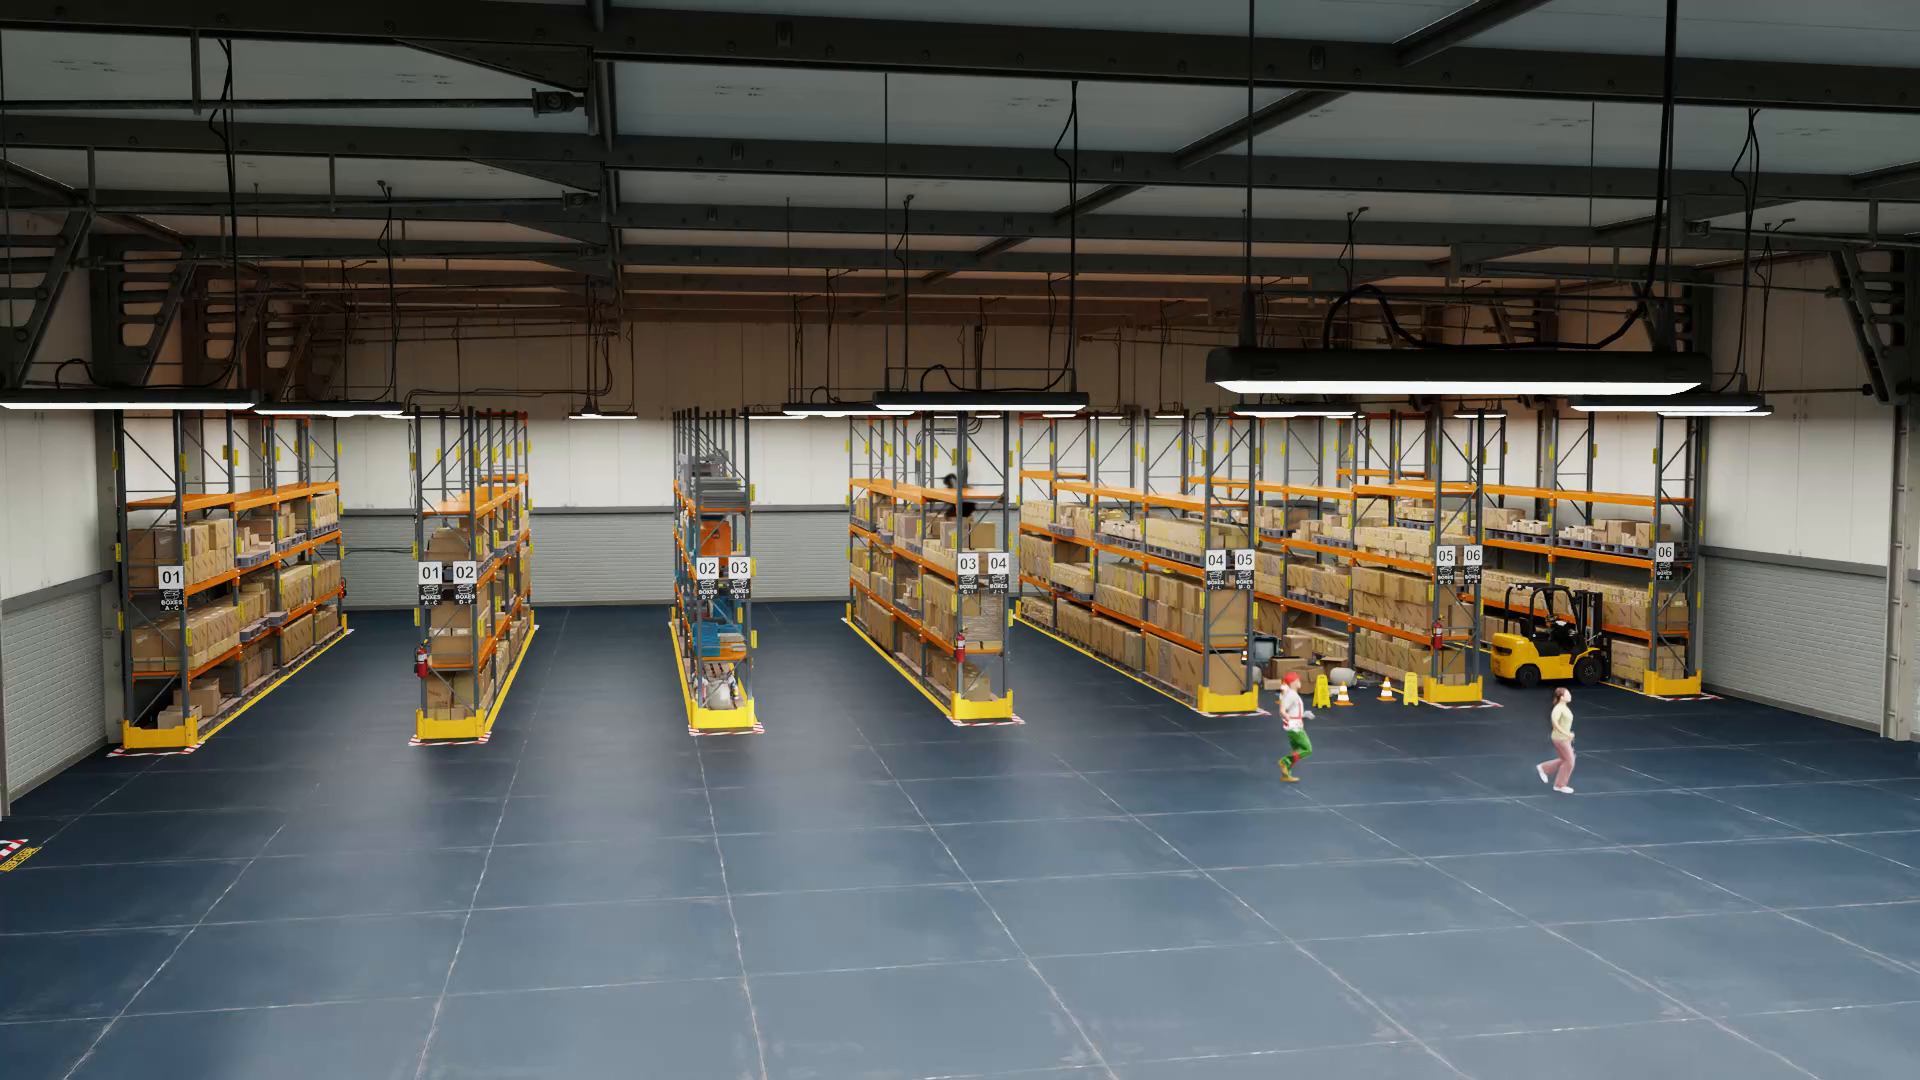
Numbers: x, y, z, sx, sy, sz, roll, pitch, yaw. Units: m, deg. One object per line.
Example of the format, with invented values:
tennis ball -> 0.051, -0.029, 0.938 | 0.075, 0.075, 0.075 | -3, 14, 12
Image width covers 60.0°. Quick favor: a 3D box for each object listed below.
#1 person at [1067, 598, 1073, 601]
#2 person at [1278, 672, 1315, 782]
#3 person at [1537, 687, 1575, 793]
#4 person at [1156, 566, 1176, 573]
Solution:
person -> 3.361, 1.387, 49.743 | 0.575, 1.646, 0.587 | -2, 5, -28
person -> 5.337, 2.970, 26.387 | 0.581, 1.740, 0.652 | 1, 4, 9
person -> 9.242, 3.081, 25.781 | 0.571, 1.626, 0.609 | 2, 5, 26
person -> 6.318, 1.245, 50.907 | 0.672, 1.824, 0.706 | 0, 4, 3
